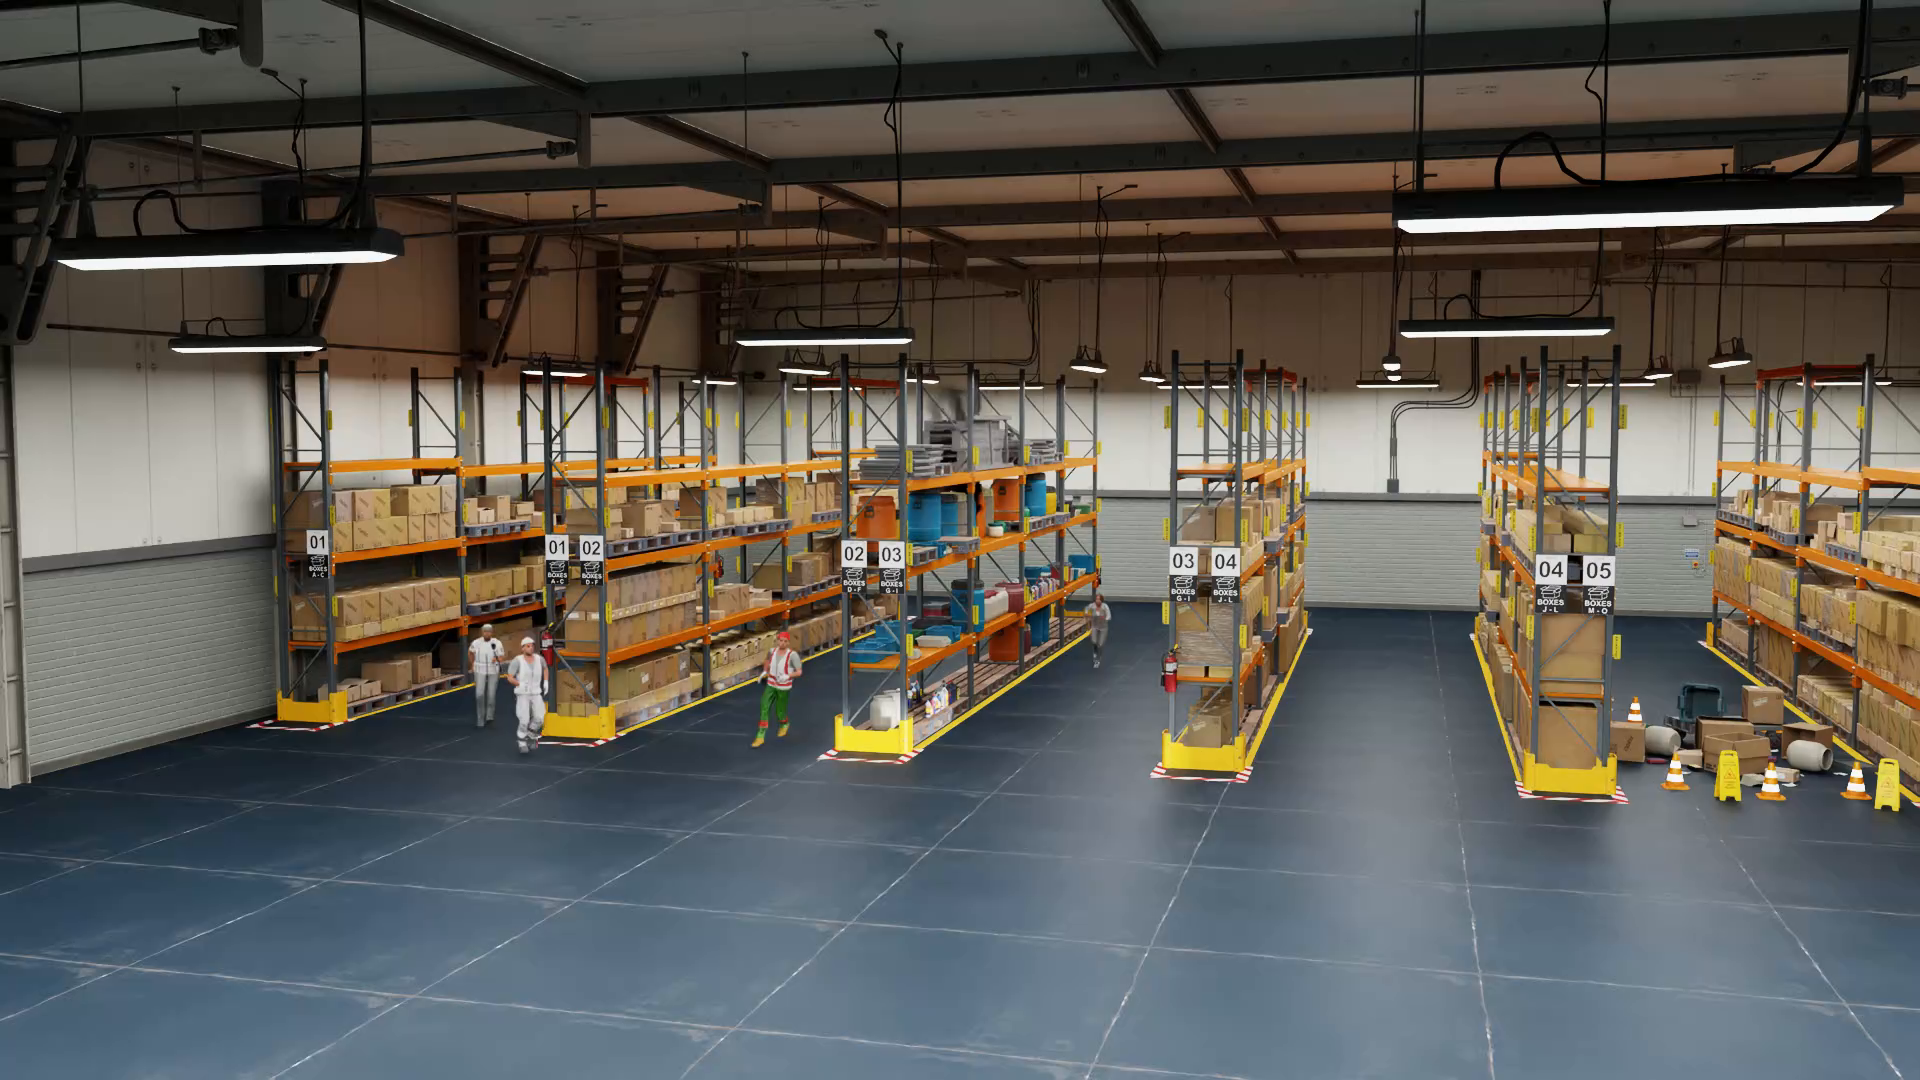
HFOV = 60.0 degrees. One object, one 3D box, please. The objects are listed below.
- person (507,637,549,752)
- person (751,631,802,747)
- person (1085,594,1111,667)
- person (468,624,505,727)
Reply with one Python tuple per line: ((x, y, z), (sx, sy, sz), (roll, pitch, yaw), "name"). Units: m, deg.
((-6.430, 2.328, 24.950), (0.695, 1.752, 0.608), (-3, 5, -34), "person")
((-2.768, 2.263, 25.636), (0.707, 1.743, 0.969), (1, 4, 16), "person")
((2.778, 1.825, 33.550), (0.524, 1.524, 0.745), (0, 4, 4), "person")
((-7.765, 2.226, 27.309), (0.581, 1.711, 0.721), (-1, 4, -18), "person")
